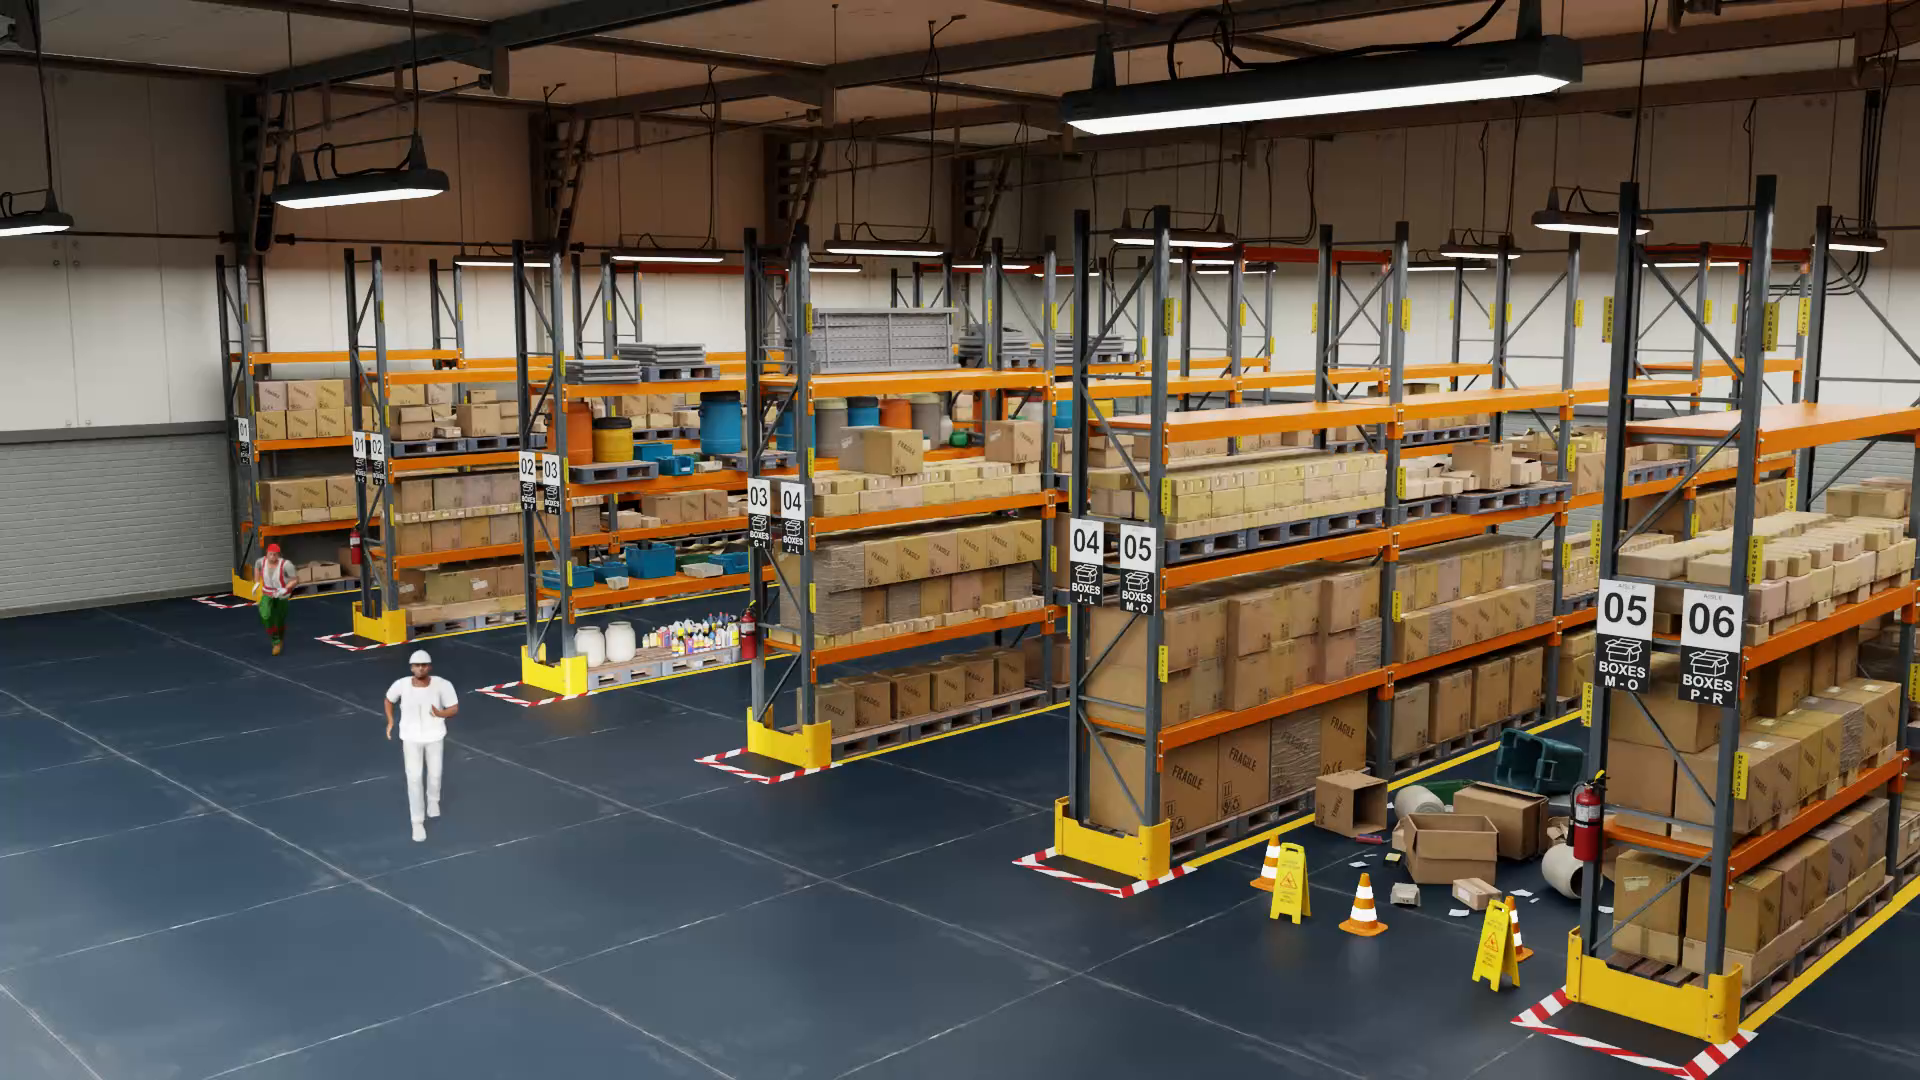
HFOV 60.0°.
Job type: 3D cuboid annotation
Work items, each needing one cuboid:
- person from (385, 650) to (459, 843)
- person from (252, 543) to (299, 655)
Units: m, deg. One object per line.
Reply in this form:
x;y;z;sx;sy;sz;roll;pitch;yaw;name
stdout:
-5.277;1.969;16.359;0.684;1.798;0.893;-3;9;-20;person
-10.194;0.817;24.851;0.685;1.652;0.958;-1;8;-9;person
